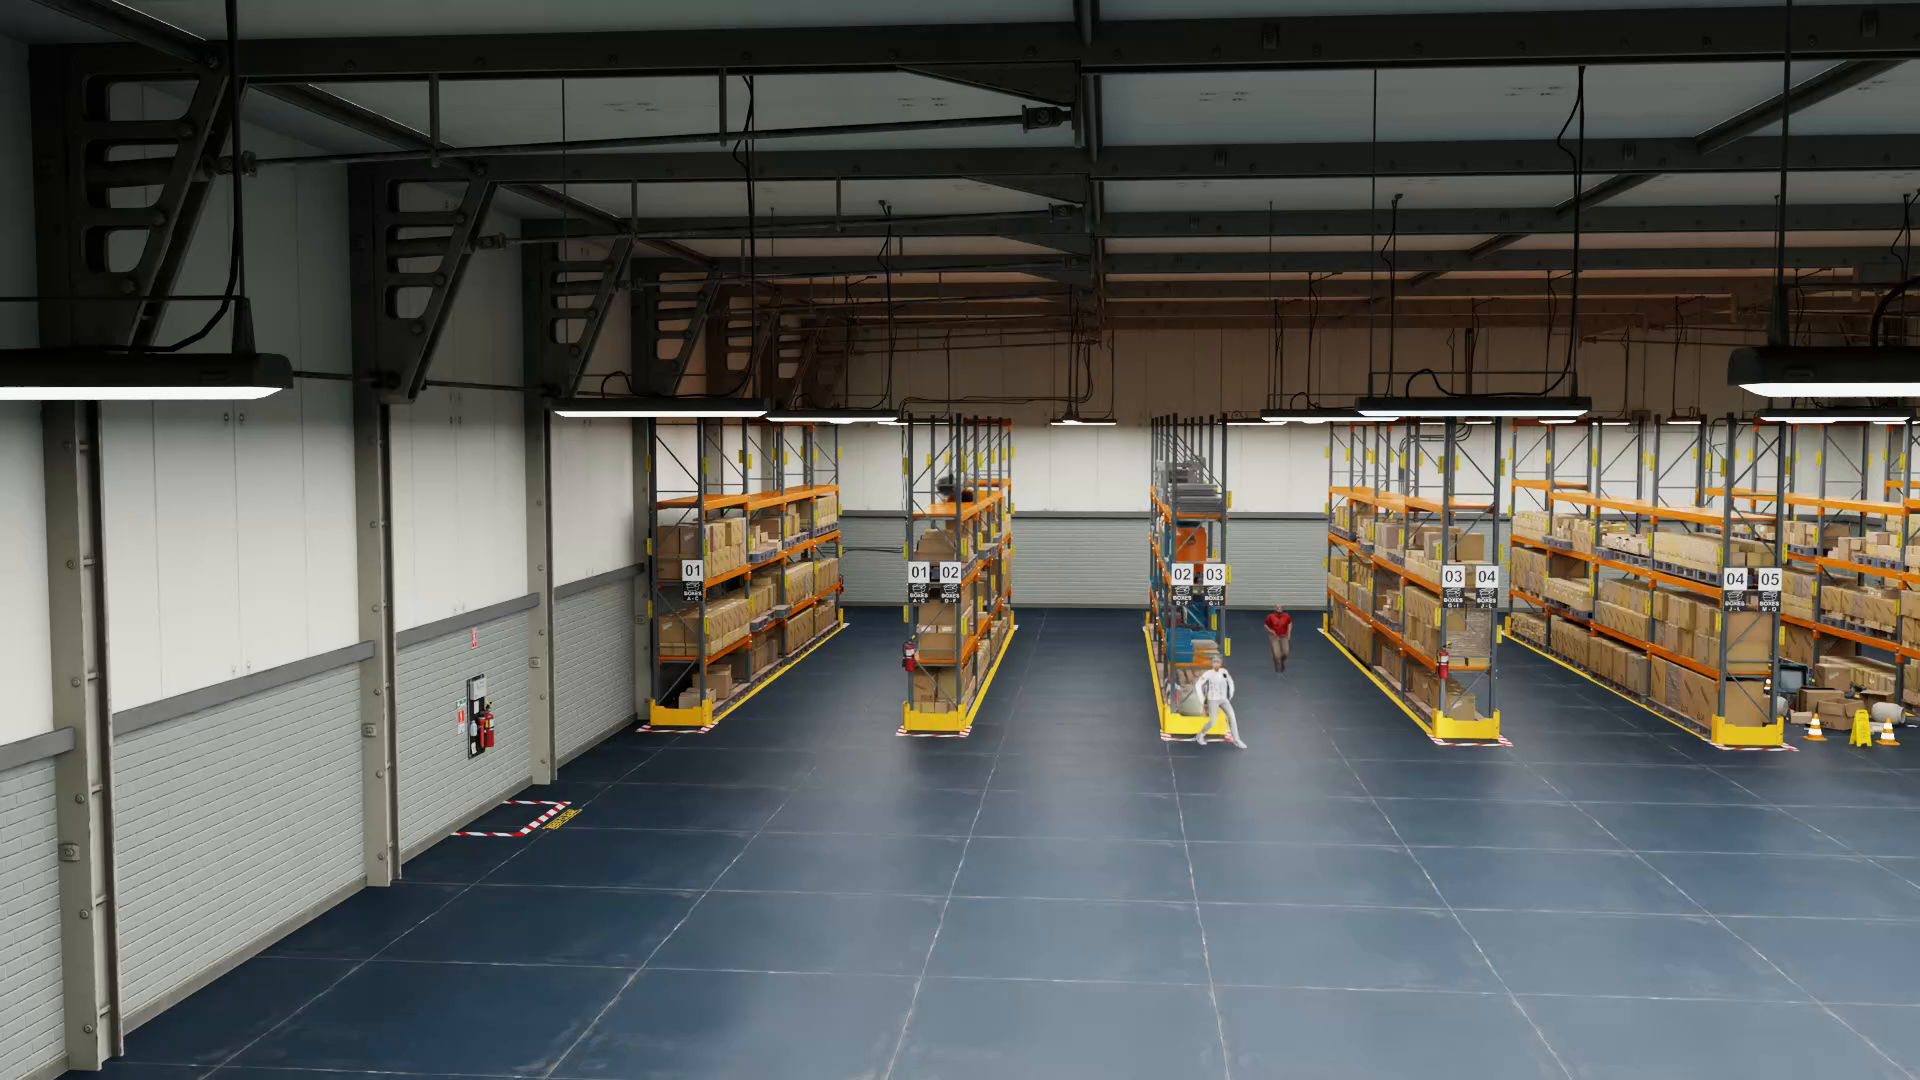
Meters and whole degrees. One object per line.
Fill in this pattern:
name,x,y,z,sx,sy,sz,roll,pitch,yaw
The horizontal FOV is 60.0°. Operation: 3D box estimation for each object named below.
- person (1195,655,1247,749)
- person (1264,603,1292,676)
person,4.649,2.881,29.750,0.760,1.660,0.707,-2,4,-23
person,7.368,2.301,38.417,0.671,1.685,0.580,0,4,0
